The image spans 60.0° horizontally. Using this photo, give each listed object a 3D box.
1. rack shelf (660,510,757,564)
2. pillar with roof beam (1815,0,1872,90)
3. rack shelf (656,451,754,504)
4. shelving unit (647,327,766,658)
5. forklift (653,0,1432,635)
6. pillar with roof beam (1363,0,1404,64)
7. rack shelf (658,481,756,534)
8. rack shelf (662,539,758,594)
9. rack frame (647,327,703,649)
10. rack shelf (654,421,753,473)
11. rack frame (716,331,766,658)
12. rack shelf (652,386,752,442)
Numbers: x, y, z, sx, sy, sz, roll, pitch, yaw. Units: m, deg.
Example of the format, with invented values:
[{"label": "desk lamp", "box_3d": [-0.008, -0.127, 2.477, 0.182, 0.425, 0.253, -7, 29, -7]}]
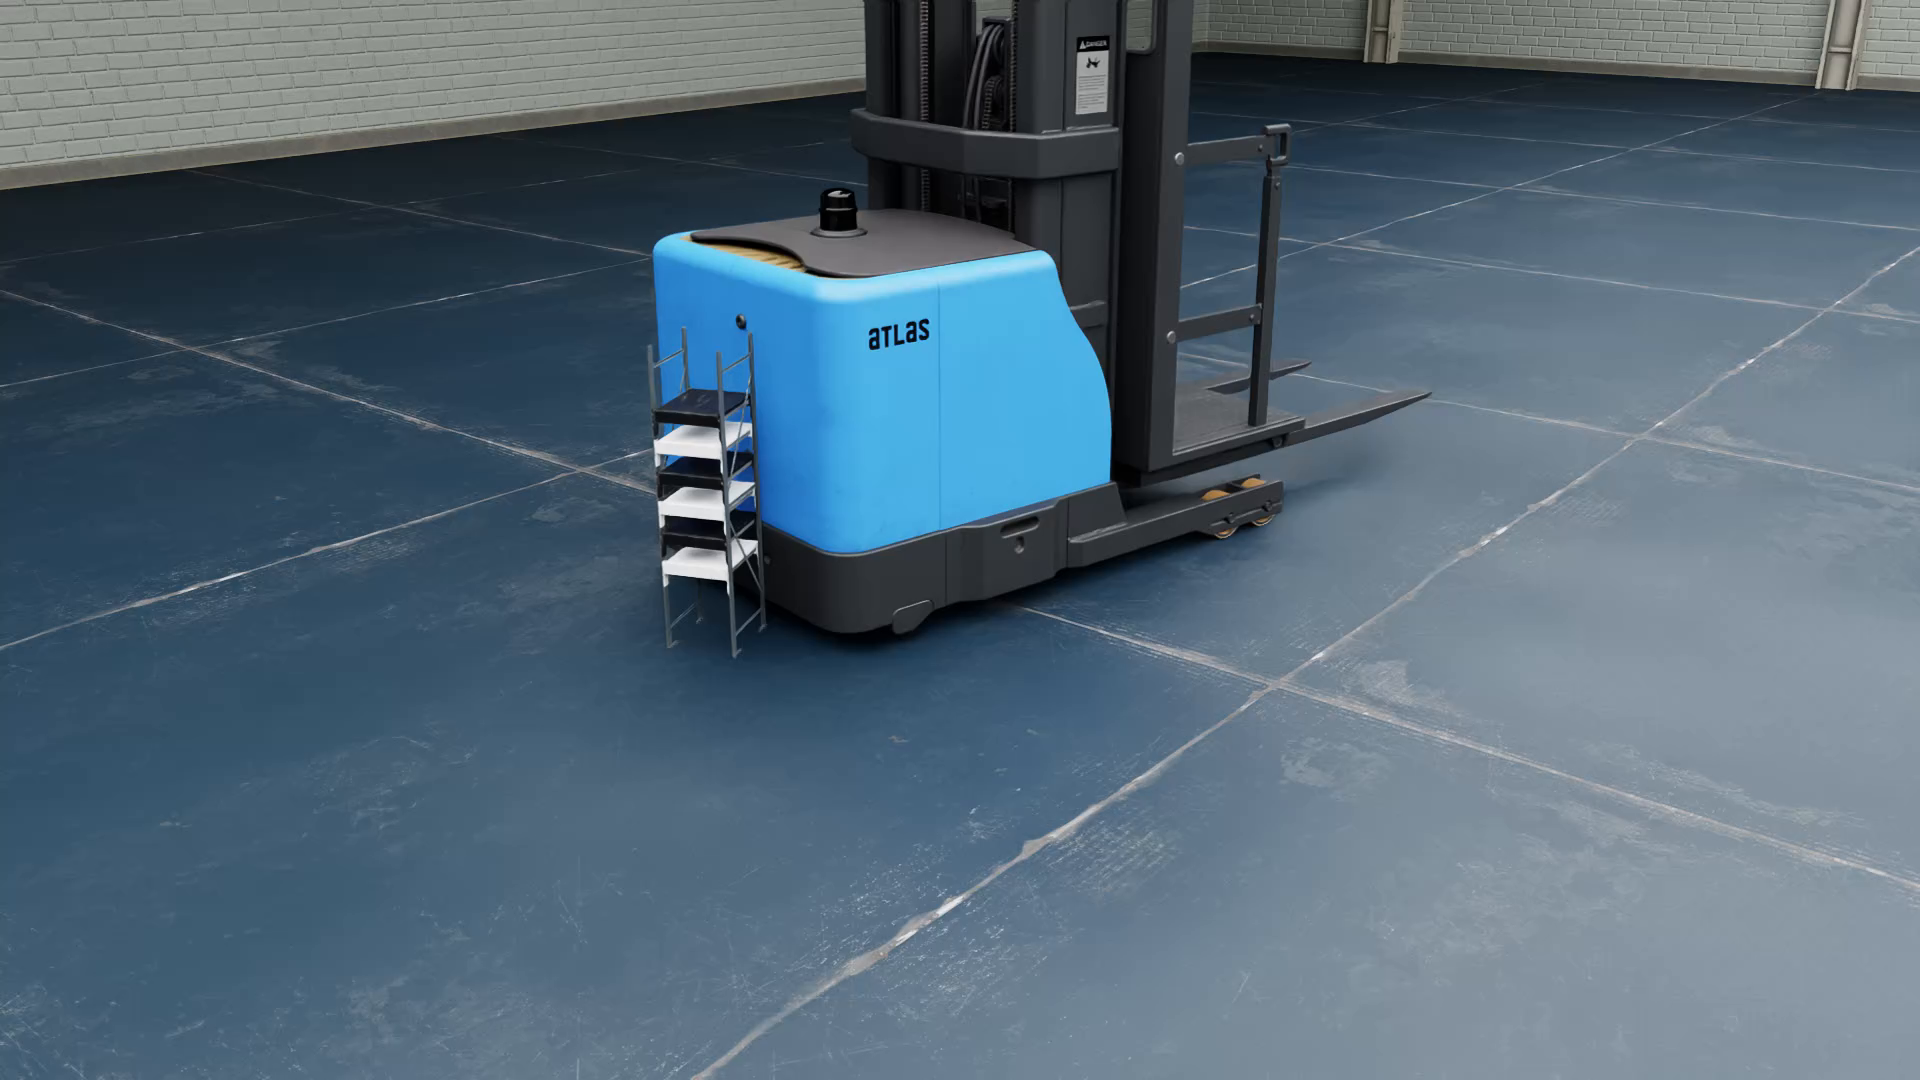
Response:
[{"label": "rack shelf", "box_3d": [-0.716, -0.019, 4.792, 0.200, 0.077, 0.258, 6, 21, 15]}, {"label": "pillar with roof beam", "box_3d": [7.956, -8.545, 15.574, 0.400, 9.000, 9.100, 16, 26, 36]}, {"label": "rack shelf", "box_3d": [-0.716, -0.187, 4.729, 0.200, 0.077, 0.258, 6, 21, 15]}, {"label": "shelving unit", "box_3d": [-0.716, -0.134, 4.749, 0.210, 0.900, 0.258, 6, 21, 15]}, {"label": "forklift", "box_3d": [0.499, -1.504, 5.502, 3.031, 2.935, 1.130, -16, 26, -37]}, {"label": "pillar with roof beam", "box_3d": [3.308, -9.884, 19.124, 0.400, 9.000, 9.100, 16, 26, 36]}, {"label": "rack shelf", "box_3d": [-0.716, -0.103, 4.761, 0.200, 0.077, 0.258, 6, 21, 15]}, {"label": "rack shelf", "box_3d": [-0.716, 0.065, 4.824, 0.200, 0.077, 0.258, 6, 21, 15]}, {"label": "rack frame", "box_3d": [-0.814, -0.144, 4.775, 0.006, 0.900, 0.240, 6, 21, 15]}, {"label": "rack shelf", "box_3d": [-0.716, -0.271, 4.697, 0.200, 0.077, 0.258, 6, 21, 15]}, {"label": "rack frame", "box_3d": [-0.619, -0.124, 4.723, 0.006, 0.900, 0.240, 6, 21, 15]}, {"label": "rack shelf", "box_3d": [-0.716, -0.356, 4.665, 0.200, 0.077, 0.258, 6, 21, 15]}]
